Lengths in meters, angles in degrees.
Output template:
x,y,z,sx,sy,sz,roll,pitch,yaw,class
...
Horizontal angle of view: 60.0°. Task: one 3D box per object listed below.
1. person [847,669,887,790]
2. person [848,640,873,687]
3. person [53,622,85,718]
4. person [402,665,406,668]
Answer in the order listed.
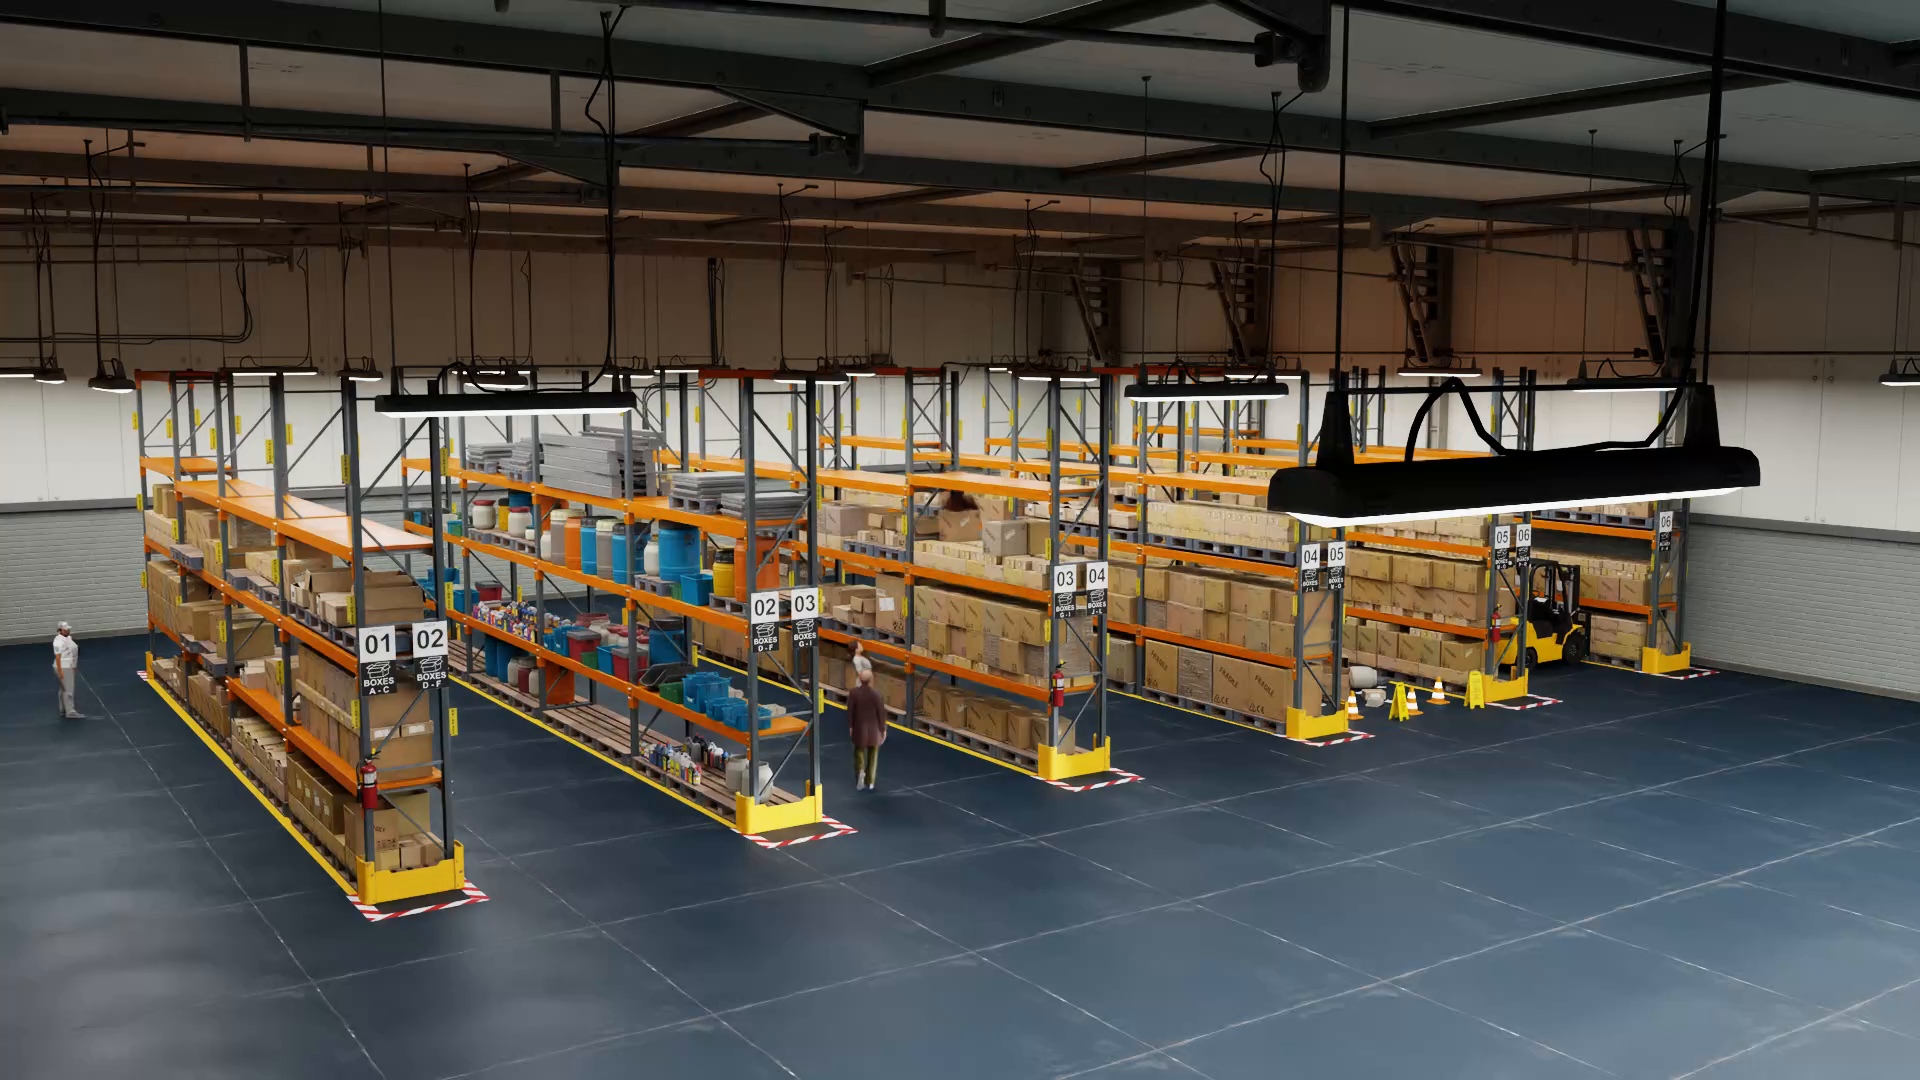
x,y,z,sx,sy,sz,roll,pitch,yaw,class
-1.339,2.740,23.990,0.579,1.751,0.678,0,6,1,person
-1.593,2.445,27.293,0.440,1.643,0.516,2,7,17,person
-15.531,2.248,28.955,0.452,1.671,0.520,-3,7,-24,person
-10.771,1.881,31.609,0.535,1.749,0.994,-4,8,-34,person
